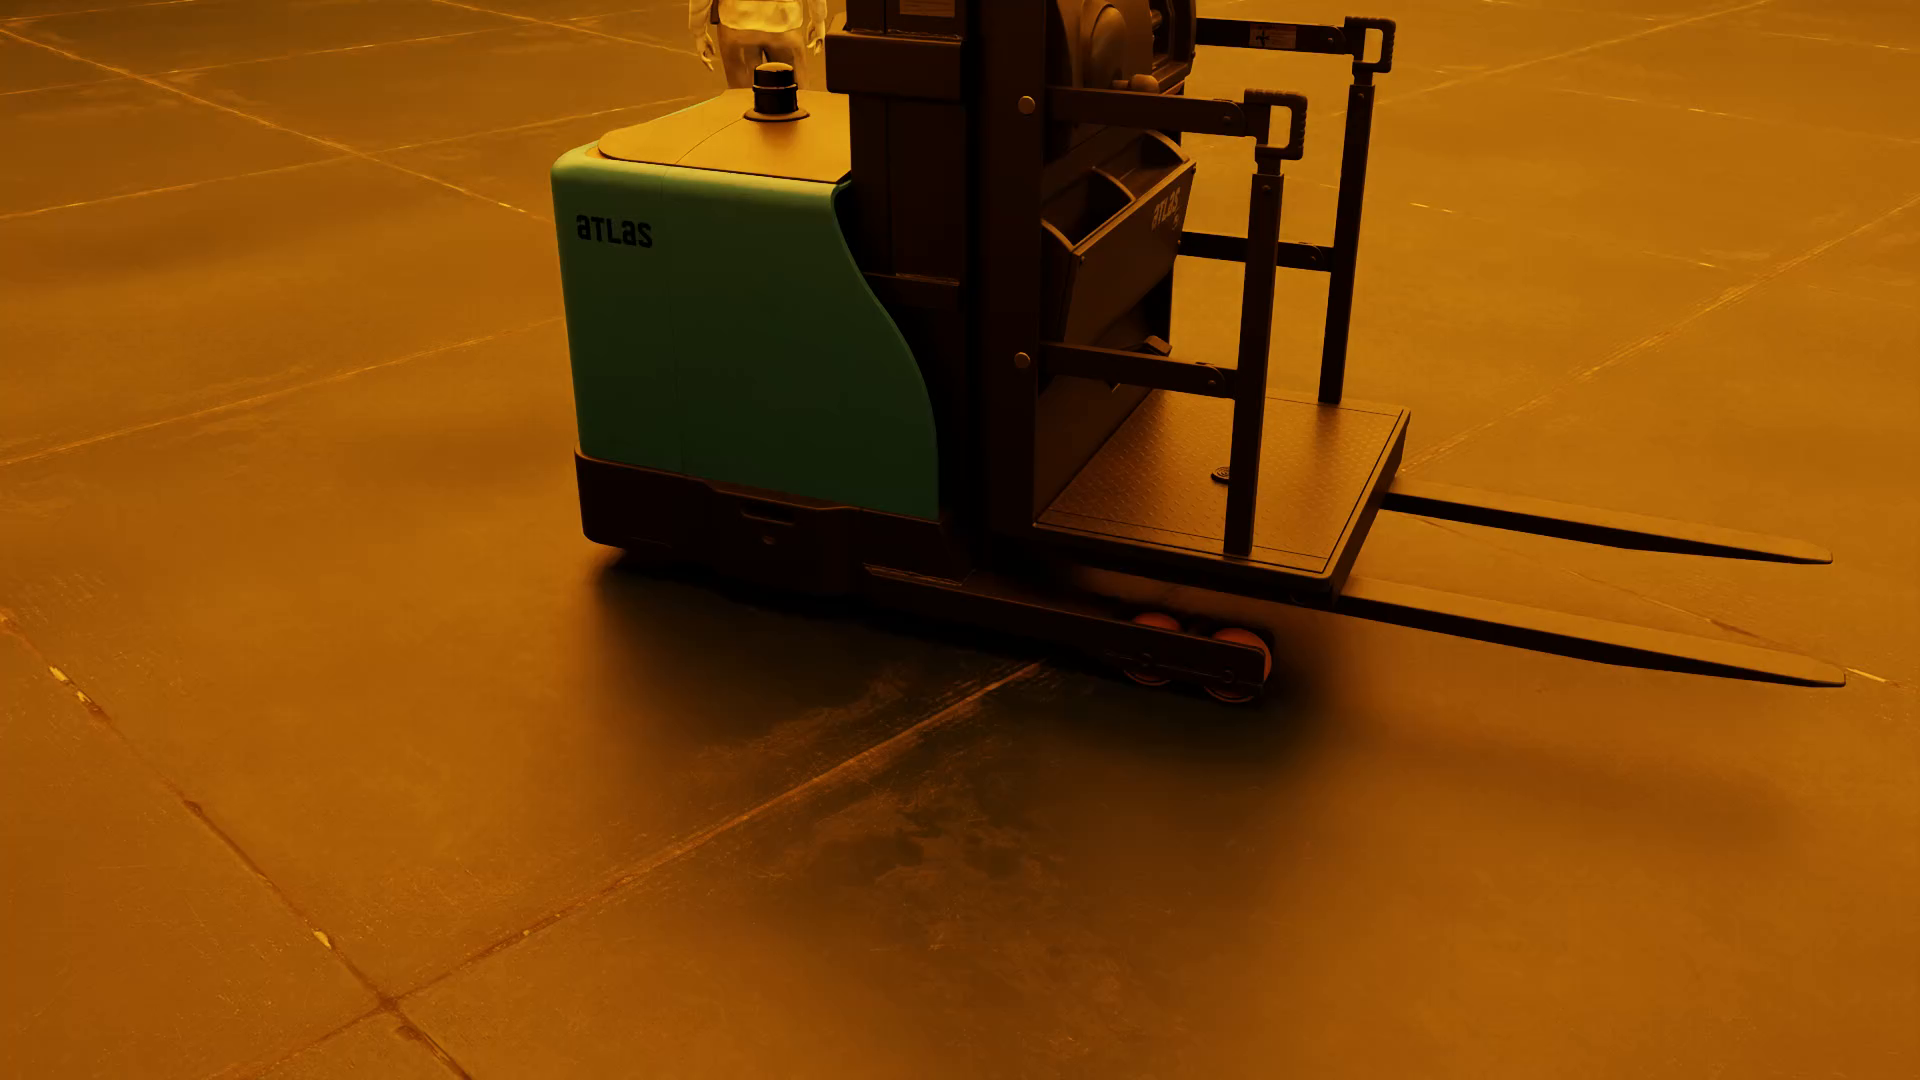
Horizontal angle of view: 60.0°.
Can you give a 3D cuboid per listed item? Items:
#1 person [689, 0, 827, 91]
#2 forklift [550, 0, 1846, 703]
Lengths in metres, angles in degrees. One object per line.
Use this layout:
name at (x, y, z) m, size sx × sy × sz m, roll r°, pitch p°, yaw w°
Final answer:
person at (-0.845, -2.151, 6.987) m, size 0.587 × 1.695 × 0.532 m, roll -6°, pitch 27°, yaw -12°
forklift at (0.560, -1.212, 3.684) m, size 3.031 × 2.935 × 1.130 m, roll 11°, pitch 28°, yaw 20°
